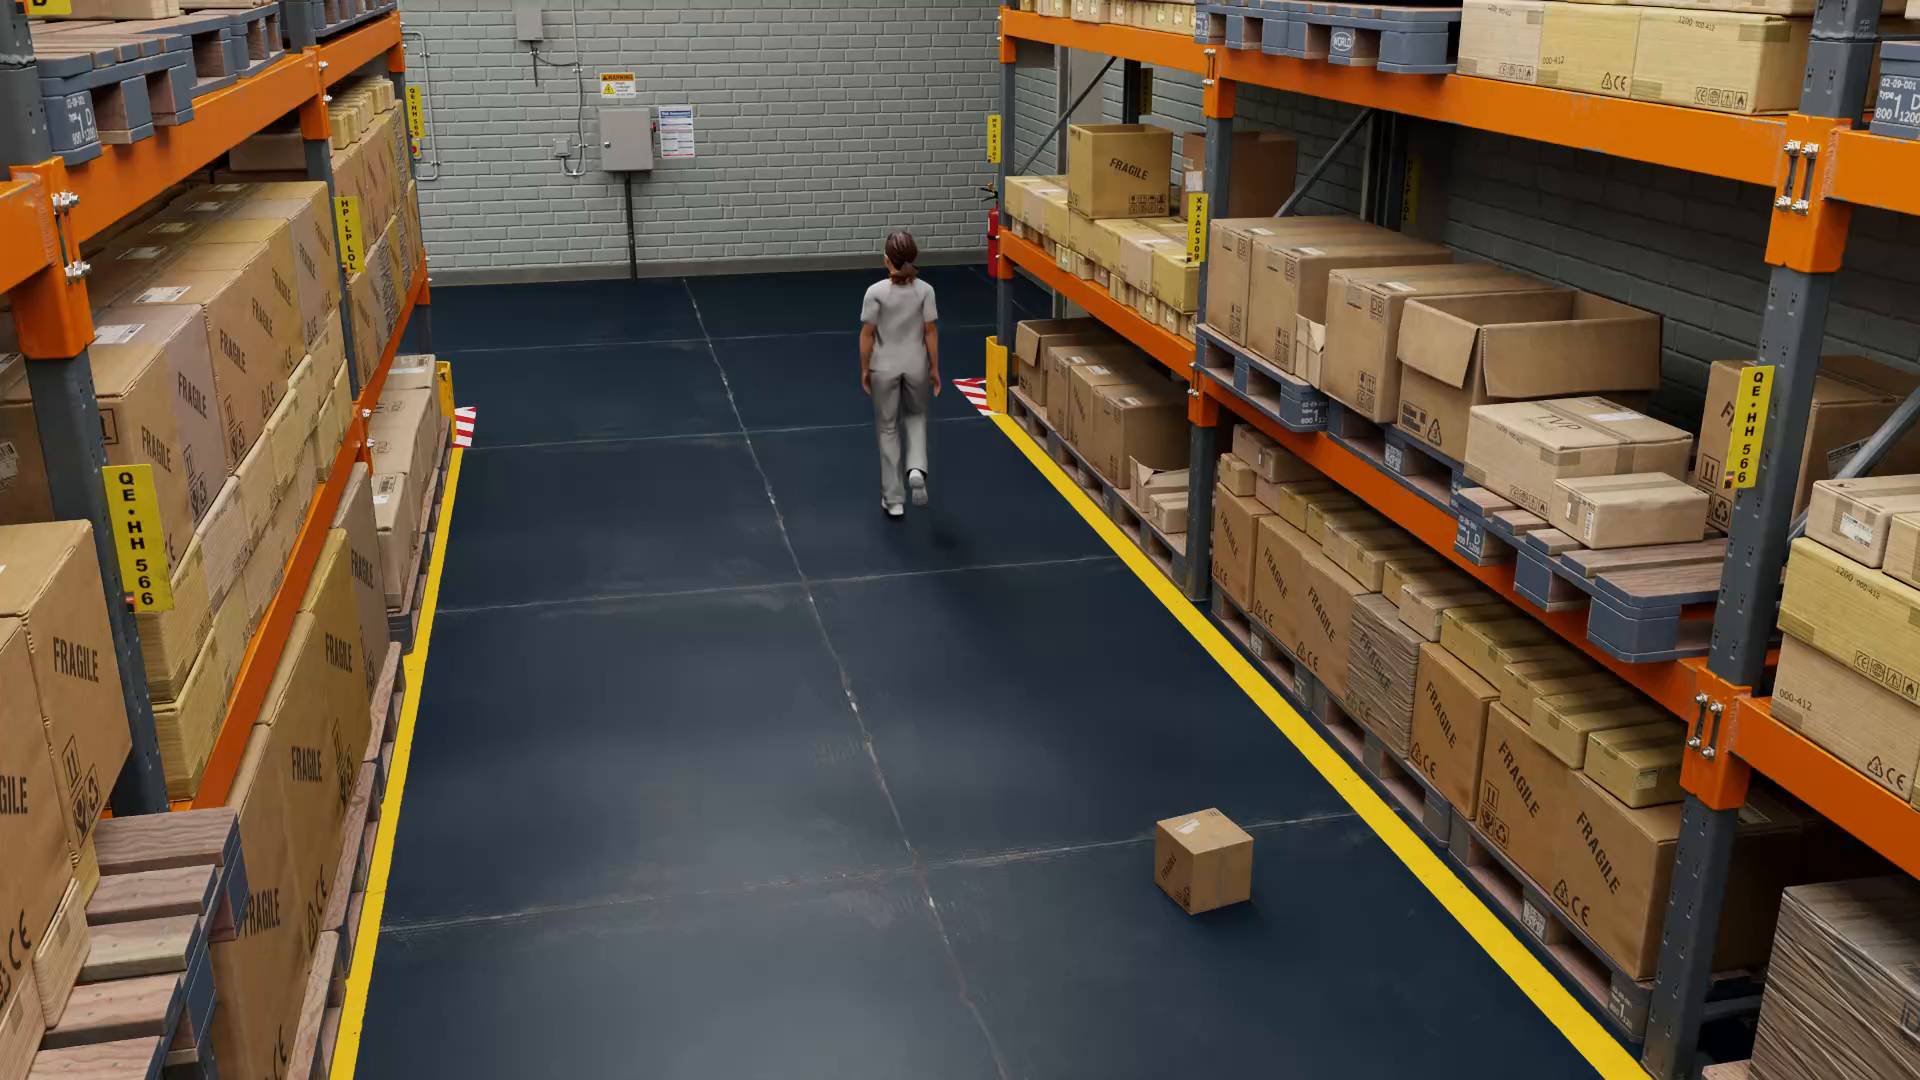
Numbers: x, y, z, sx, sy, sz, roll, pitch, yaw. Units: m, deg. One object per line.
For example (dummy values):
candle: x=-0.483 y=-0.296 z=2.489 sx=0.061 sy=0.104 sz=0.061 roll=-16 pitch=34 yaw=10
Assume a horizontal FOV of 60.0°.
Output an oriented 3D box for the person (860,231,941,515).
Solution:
person: x=-0.360 y=-0.982 z=9.754 sx=0.468 sy=1.667 sz=0.463 roll=-5 pitch=20 yaw=-14
